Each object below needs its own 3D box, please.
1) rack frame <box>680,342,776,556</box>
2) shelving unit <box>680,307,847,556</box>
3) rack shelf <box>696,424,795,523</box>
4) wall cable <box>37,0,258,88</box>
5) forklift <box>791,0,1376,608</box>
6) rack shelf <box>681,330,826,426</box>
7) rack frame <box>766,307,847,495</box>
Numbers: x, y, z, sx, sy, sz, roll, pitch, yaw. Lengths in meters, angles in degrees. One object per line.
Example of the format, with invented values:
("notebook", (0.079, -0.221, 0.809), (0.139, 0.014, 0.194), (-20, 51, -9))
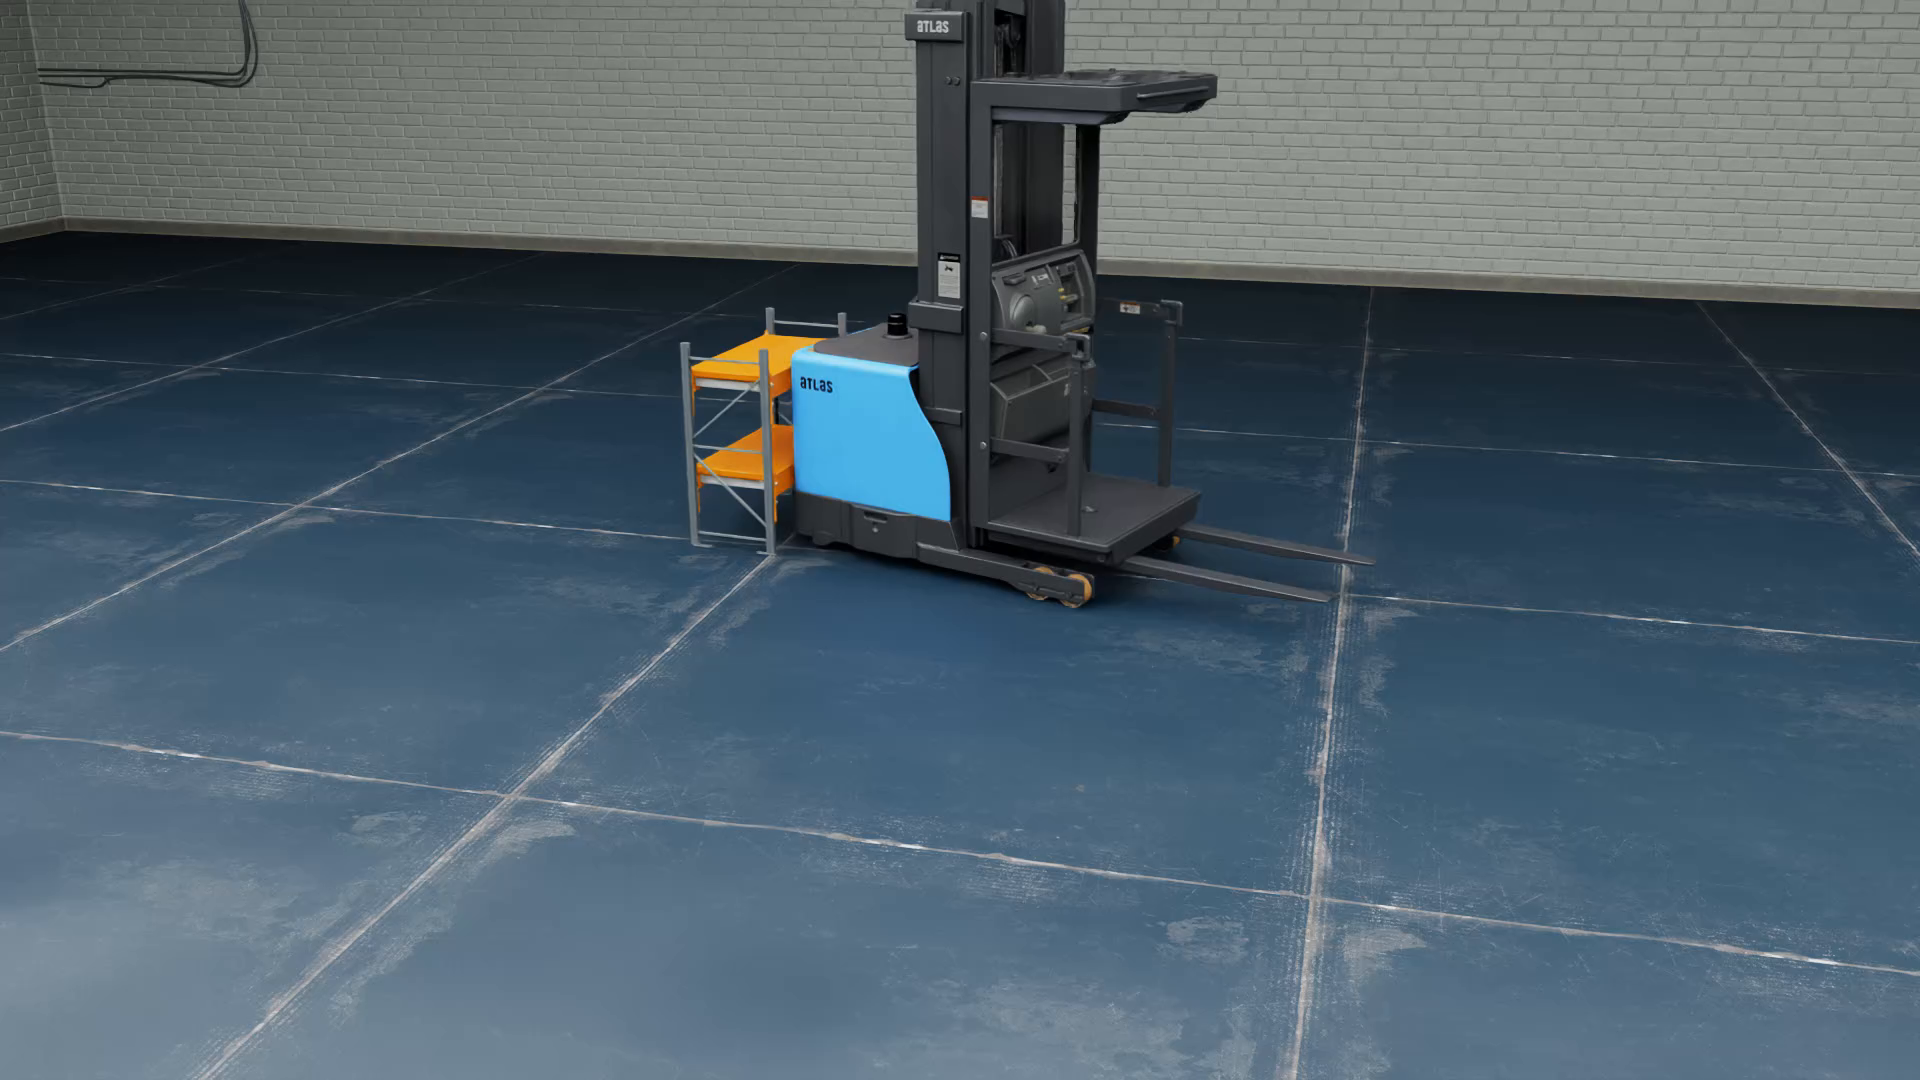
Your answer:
("rack frame", (-1.231, -0.479, 8.850), (0.500, 1.125, 0.032), (7, 20, 19))
("shelving unit", (-1.059, -0.634, 9.303), (0.538, 1.125, 1.048), (7, 20, 19))
("rack shelf", (-1.059, -0.403, 9.382), (0.538, 0.278, 1.000), (7, 20, 19))
("wall cable", (-9.457, -6.426, 18.883), (3.097, 2.526, 0.112), (5, 19, 13))
("forklift", (0.602, -1.247, 8.303), (3.031, 2.935, 1.130), (12, 22, 31))
("rack shelf", (-1.059, -0.911, 9.209), (0.538, 0.278, 1.000), (7, 20, 19))
("rack frame", (-0.888, -0.789, 9.756), (0.500, 1.125, 0.032), (7, 20, 19))
